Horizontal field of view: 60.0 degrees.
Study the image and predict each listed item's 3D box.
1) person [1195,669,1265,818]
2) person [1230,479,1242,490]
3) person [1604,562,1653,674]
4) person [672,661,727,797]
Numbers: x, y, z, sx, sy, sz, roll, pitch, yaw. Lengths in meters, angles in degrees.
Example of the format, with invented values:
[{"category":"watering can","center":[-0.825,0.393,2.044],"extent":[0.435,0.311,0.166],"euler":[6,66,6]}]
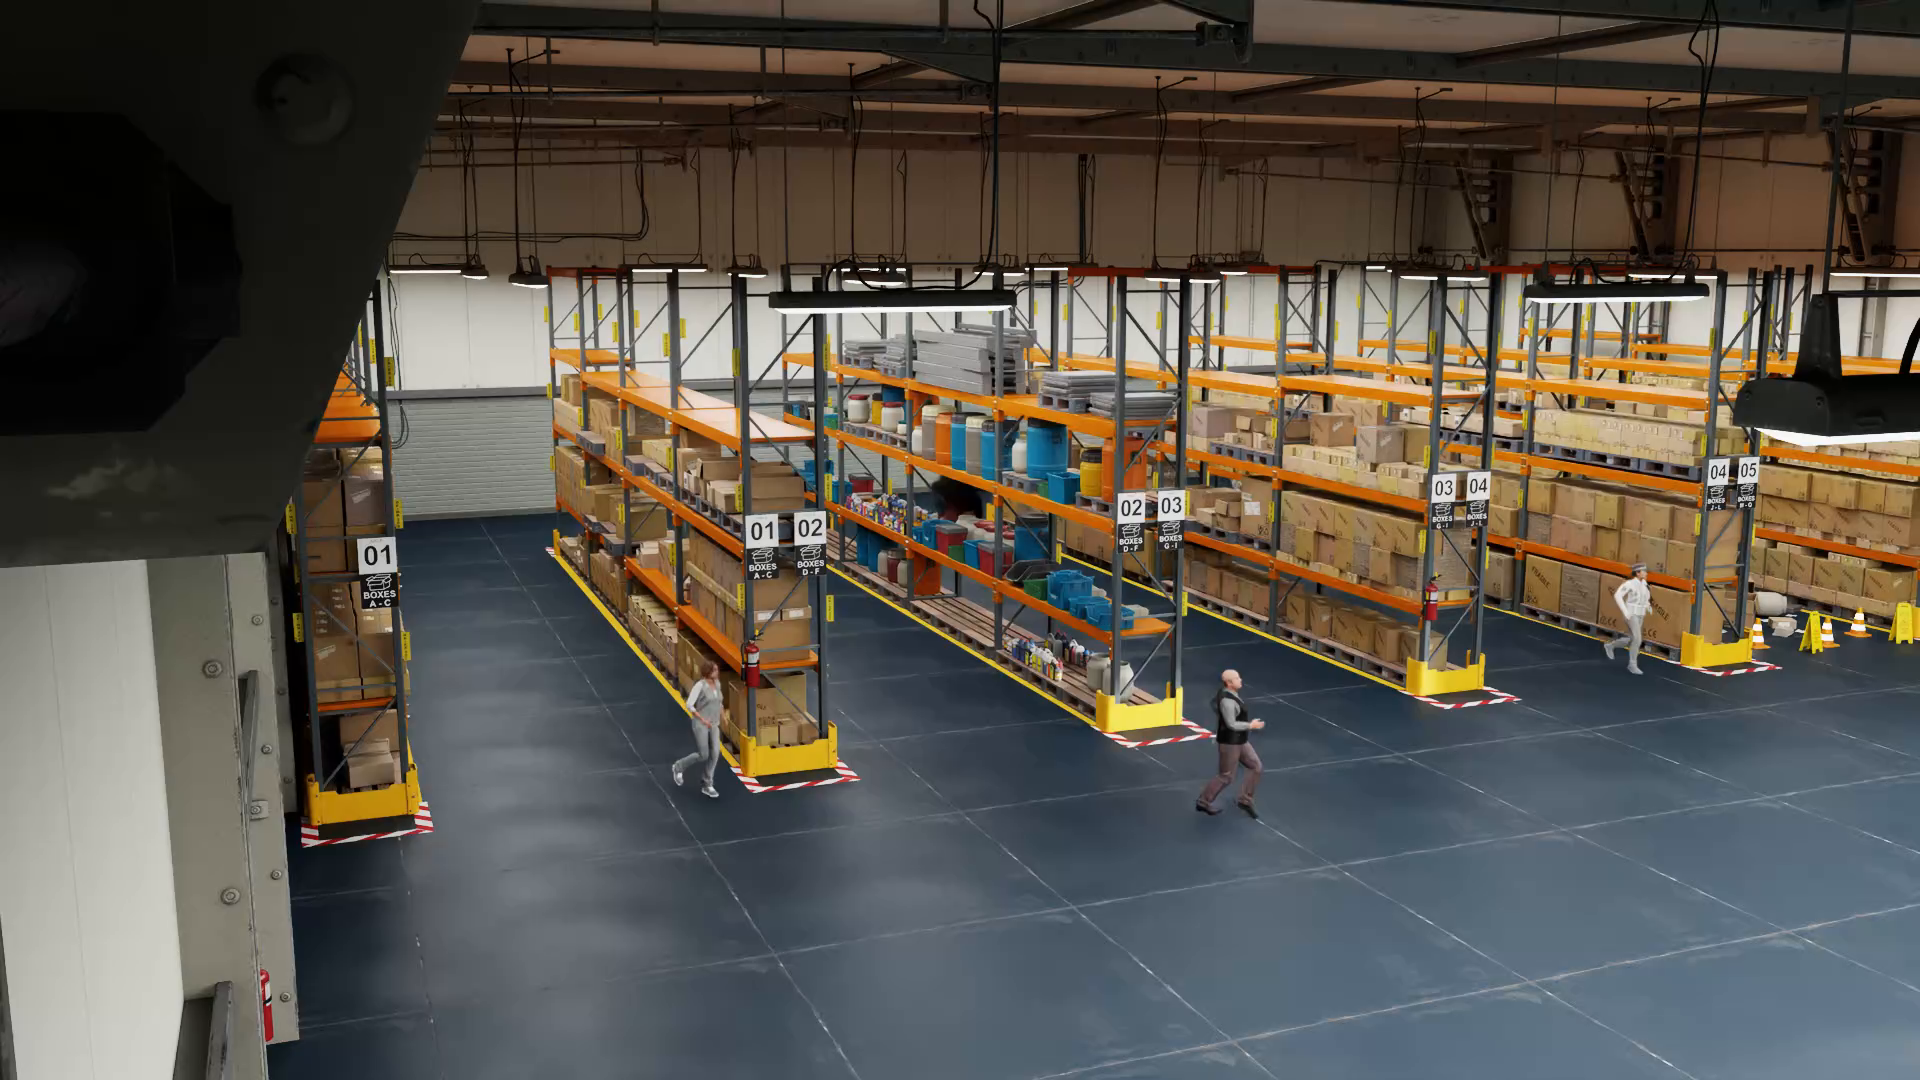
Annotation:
[{"category":"person","center":[3.043,2.300,18.659],"extent":[0.751,1.755,0.659],"euler":[3,10,15]},{"category":"person","center":[7.114,-1.832,42.141],"extent":[0.676,1.761,0.656],"euler":[-4,11,-22]},{"category":"person","center":[10.245,1.163,25.352],"extent":[0.639,1.688,0.727],"euler":[-6,12,-33]},{"category":"person","center":[-3.007,2.189,19.640],"extent":[0.649,1.566,0.583],"euler":[6,12,32]}]
